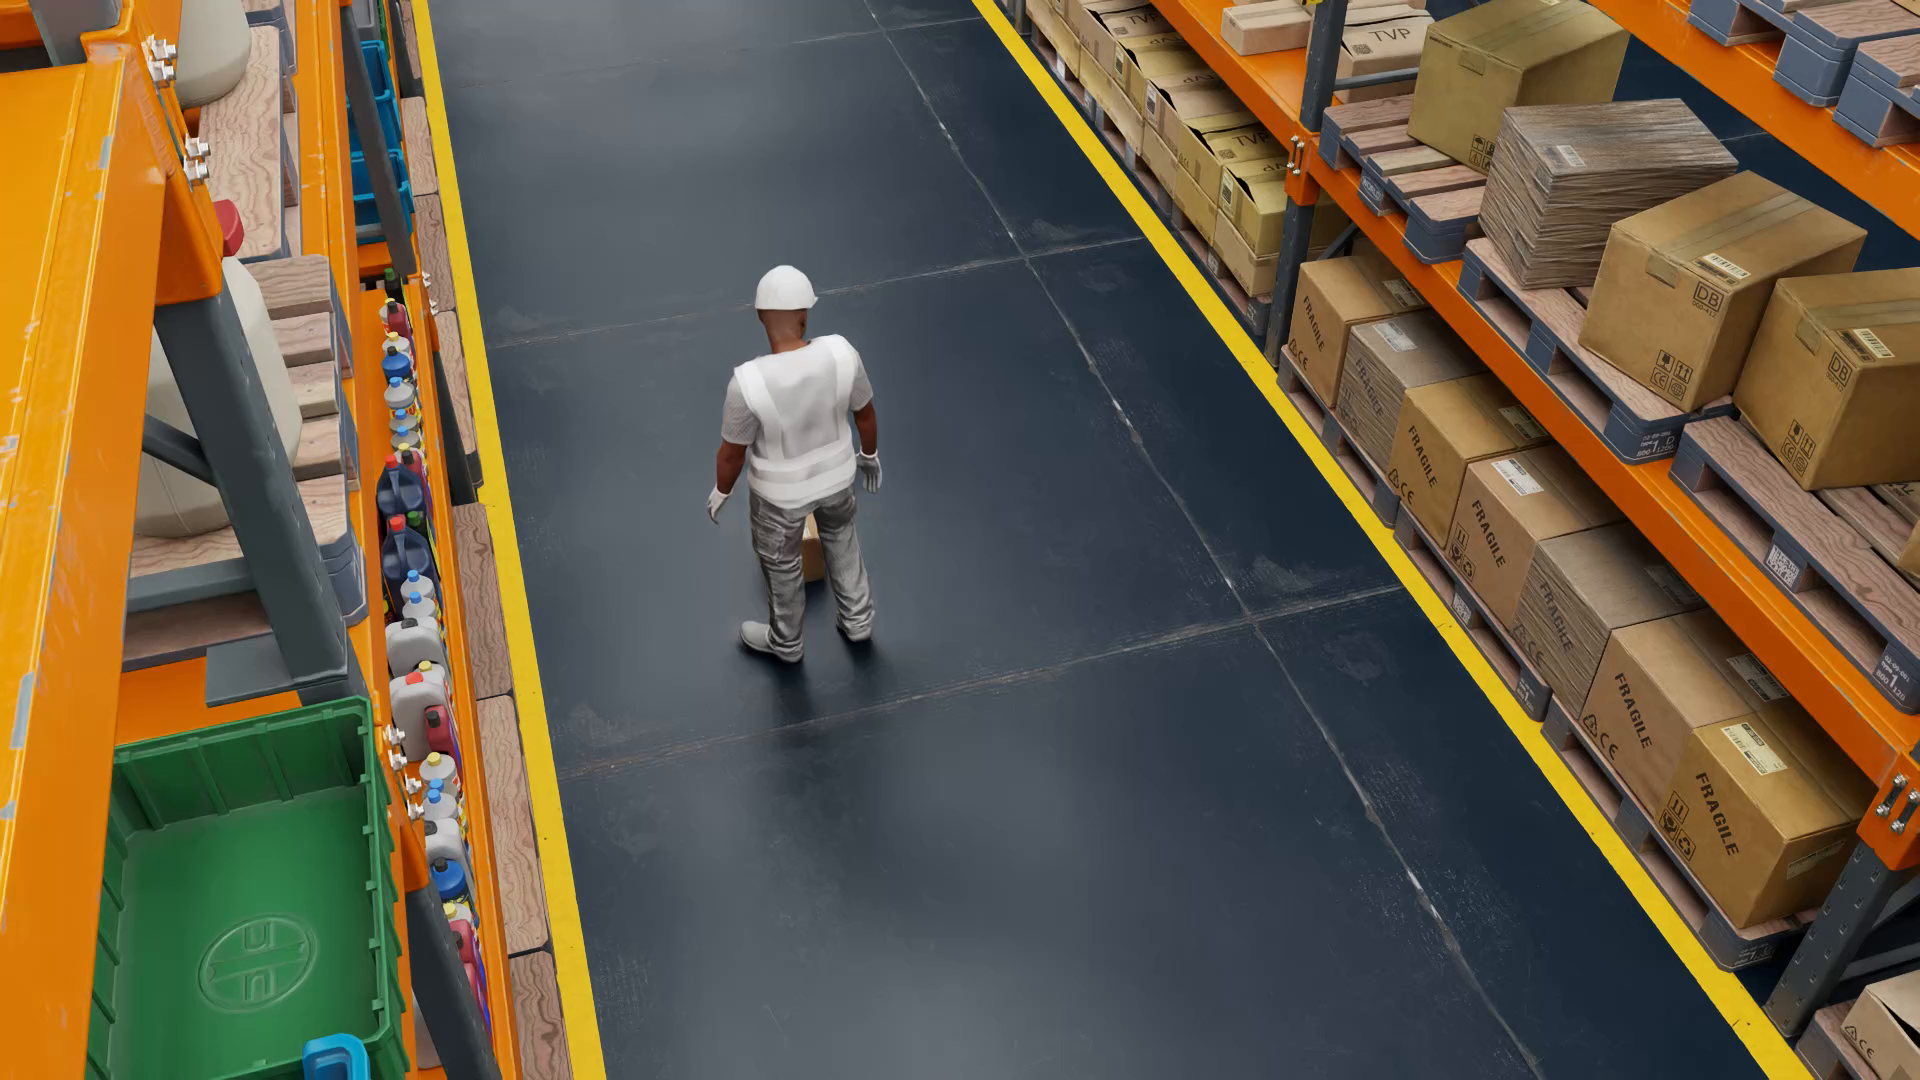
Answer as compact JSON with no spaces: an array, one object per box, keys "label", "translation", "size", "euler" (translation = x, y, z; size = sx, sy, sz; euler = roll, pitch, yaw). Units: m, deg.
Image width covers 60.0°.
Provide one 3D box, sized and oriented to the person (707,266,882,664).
[{"label":"person","translation":[-0.639,-0.232,6.397],"size":[0.666,1.792,0.396],"euler":[-24,47,-24]}]
